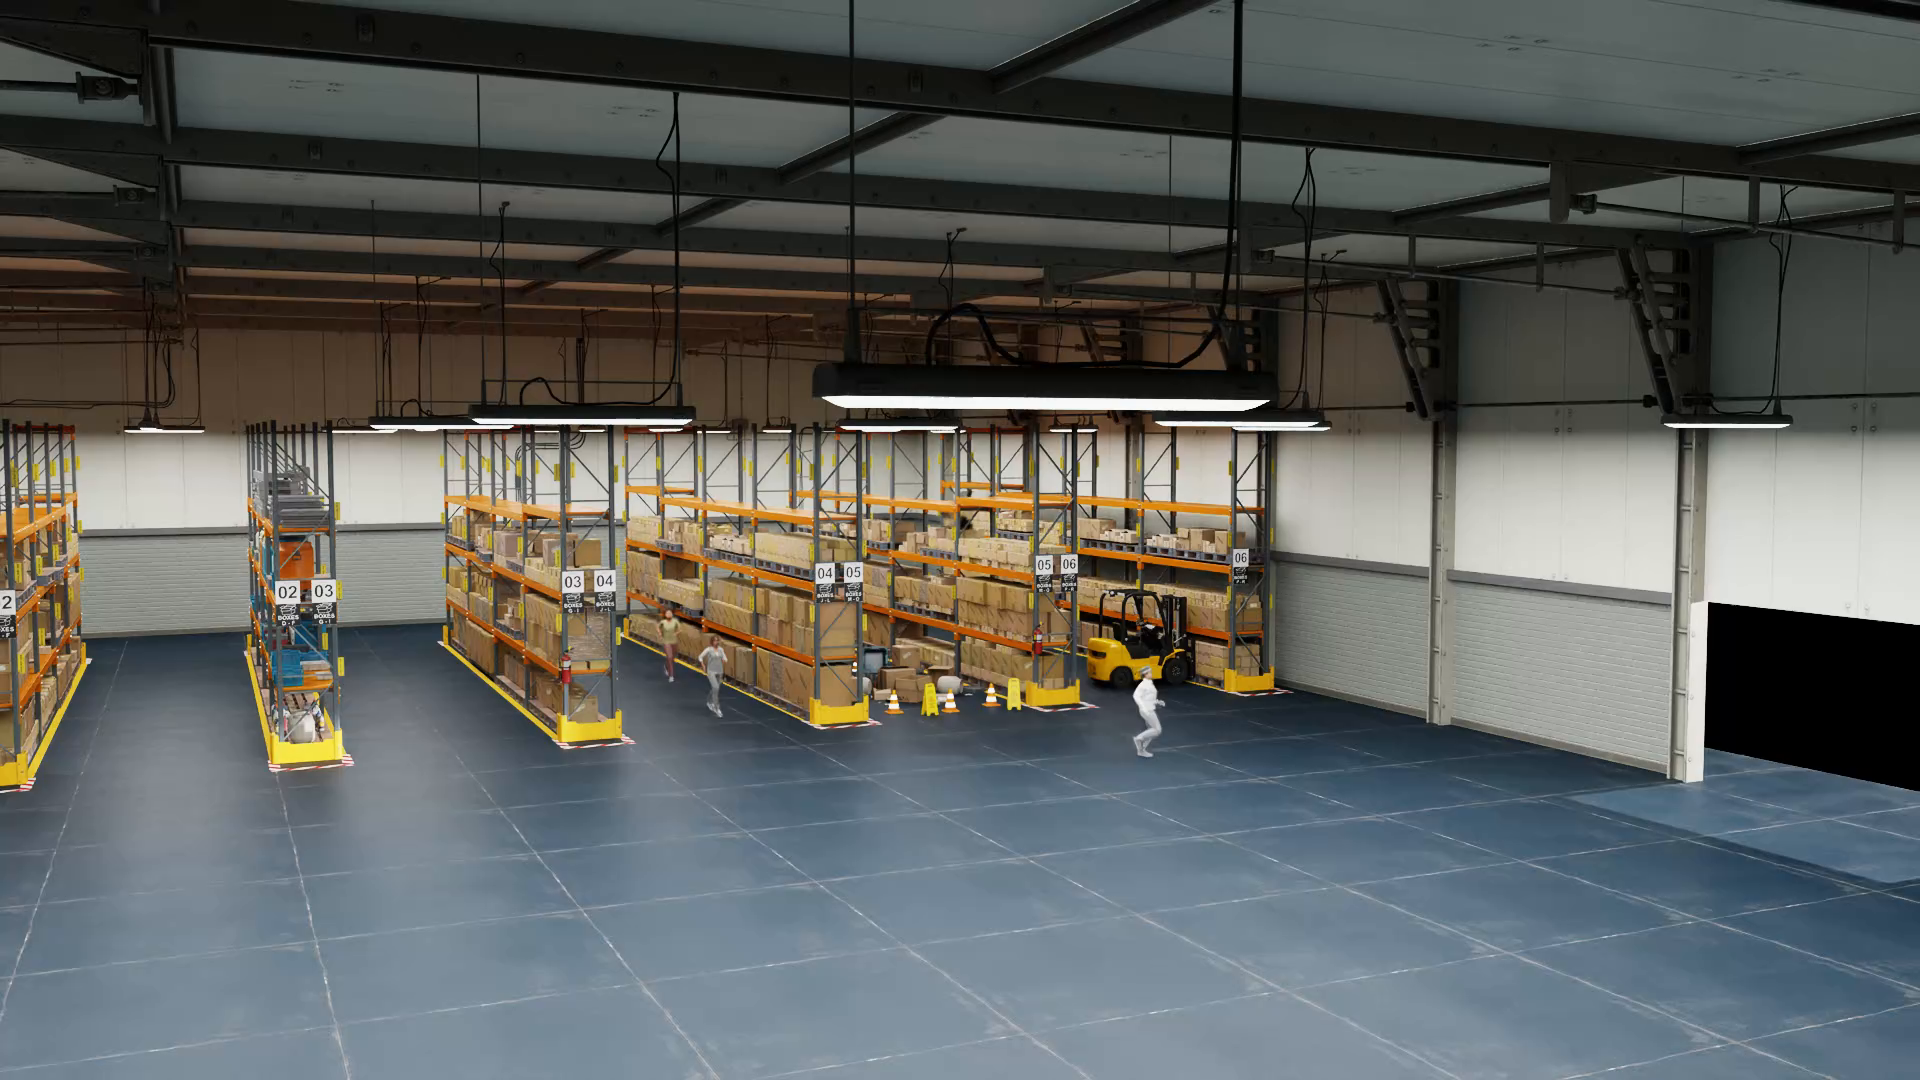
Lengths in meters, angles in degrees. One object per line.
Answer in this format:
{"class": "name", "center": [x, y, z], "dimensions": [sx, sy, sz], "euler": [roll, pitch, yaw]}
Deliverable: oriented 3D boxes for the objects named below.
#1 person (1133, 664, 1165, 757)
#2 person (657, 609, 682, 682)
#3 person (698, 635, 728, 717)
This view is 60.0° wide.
{"class": "person", "center": [3.383, 3.045, 29.646], "dimensions": [0.540, 1.650, 0.608], "euler": [1, 4, 17]}
{"class": "person", "center": [-6.803, 2.448, 39.067], "dimensions": [0.564, 1.681, 0.891], "euler": [-1, 4, -21]}
{"class": "person", "center": [-5.052, 2.784, 34.193], "dimensions": [0.518, 1.605, 0.783], "euler": [-3, 5, -39]}
